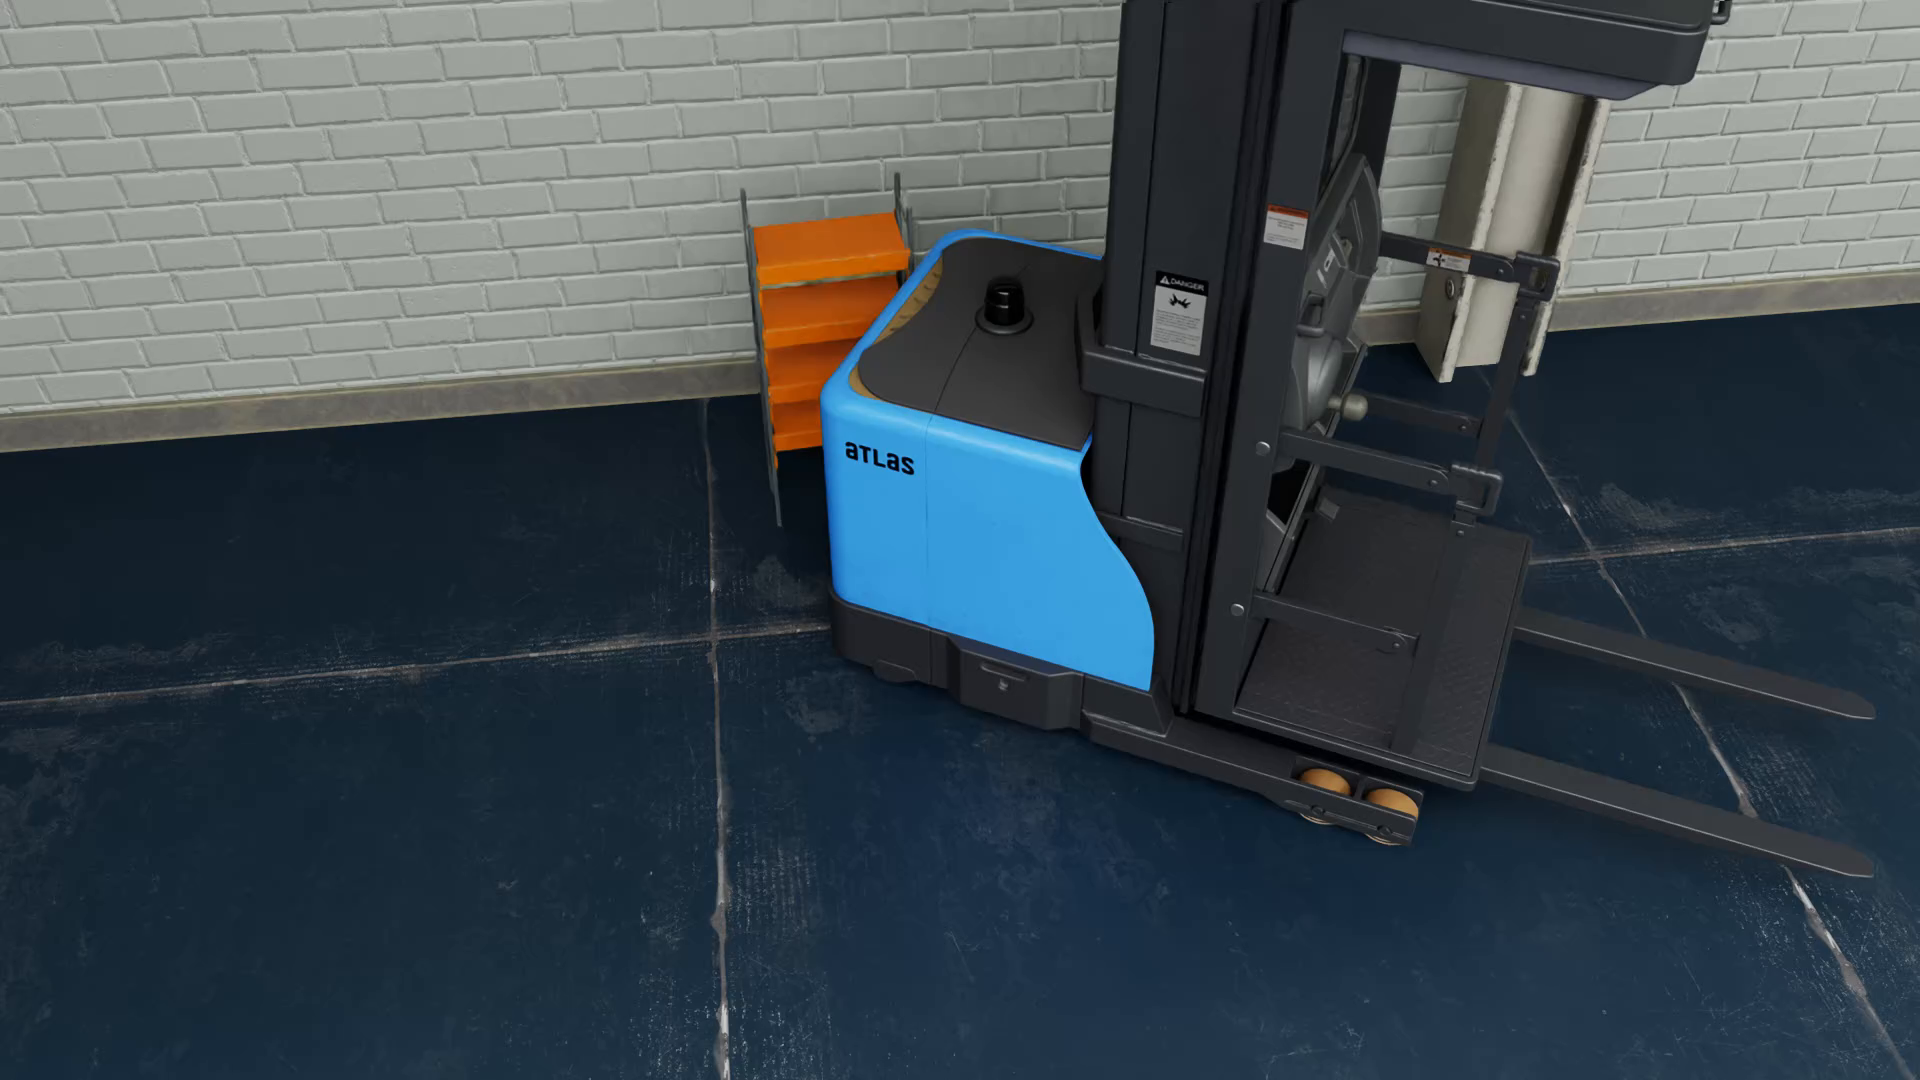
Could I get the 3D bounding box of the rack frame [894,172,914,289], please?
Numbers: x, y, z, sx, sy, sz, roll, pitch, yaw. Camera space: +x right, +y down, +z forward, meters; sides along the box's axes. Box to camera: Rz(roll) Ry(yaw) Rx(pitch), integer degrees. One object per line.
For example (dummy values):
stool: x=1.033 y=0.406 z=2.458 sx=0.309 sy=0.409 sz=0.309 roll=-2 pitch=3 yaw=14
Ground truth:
rack frame: x=-0.176 y=-0.638 z=5.561 sx=0.015 sy=1.200 sz=0.240 roll=-8 pitch=43 yaw=-9

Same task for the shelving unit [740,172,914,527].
shelving unit: x=-0.414 y=-0.604 z=5.524 sx=0.503 sy=1.200 sz=0.258 roll=-8 pitch=43 yaw=-9

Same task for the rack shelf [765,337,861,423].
rack shelf: x=-0.414 y=-0.554 z=5.569 sx=0.480 sy=0.148 sz=0.258 roll=-8 pitch=43 yaw=-9

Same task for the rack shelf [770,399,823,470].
rack shelf: x=-0.414 y=-0.407 z=5.702 sx=0.480 sy=0.148 sz=0.258 roll=-8 pitch=43 yaw=-9

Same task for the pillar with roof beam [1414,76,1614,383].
pillar with roof beam: x=2.581 y=-1.210 z=0.373 sx=0.400 sy=9.000 sz=9.100 roll=-5 pitch=42 yaw=-6

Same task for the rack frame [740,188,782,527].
rack frame: x=-0.653 y=-0.570 z=5.486 sx=0.015 sy=1.200 sz=0.240 roll=-8 pitch=43 yaw=-9

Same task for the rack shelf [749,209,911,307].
rack shelf: x=-0.414 y=-0.896 z=5.261 sx=0.480 sy=0.148 sz=0.258 roll=-8 pitch=43 yaw=-9

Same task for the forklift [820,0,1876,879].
forklift: x=1.159 y=-0.619 z=4.248 sx=3.031 sy=2.935 sz=1.130 roll=16 pitch=44 yaw=17

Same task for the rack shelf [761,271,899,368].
rack shelf: x=-0.414 y=-0.720 z=5.419 sx=0.480 sy=0.148 sz=0.258 roll=-8 pitch=43 yaw=-9
